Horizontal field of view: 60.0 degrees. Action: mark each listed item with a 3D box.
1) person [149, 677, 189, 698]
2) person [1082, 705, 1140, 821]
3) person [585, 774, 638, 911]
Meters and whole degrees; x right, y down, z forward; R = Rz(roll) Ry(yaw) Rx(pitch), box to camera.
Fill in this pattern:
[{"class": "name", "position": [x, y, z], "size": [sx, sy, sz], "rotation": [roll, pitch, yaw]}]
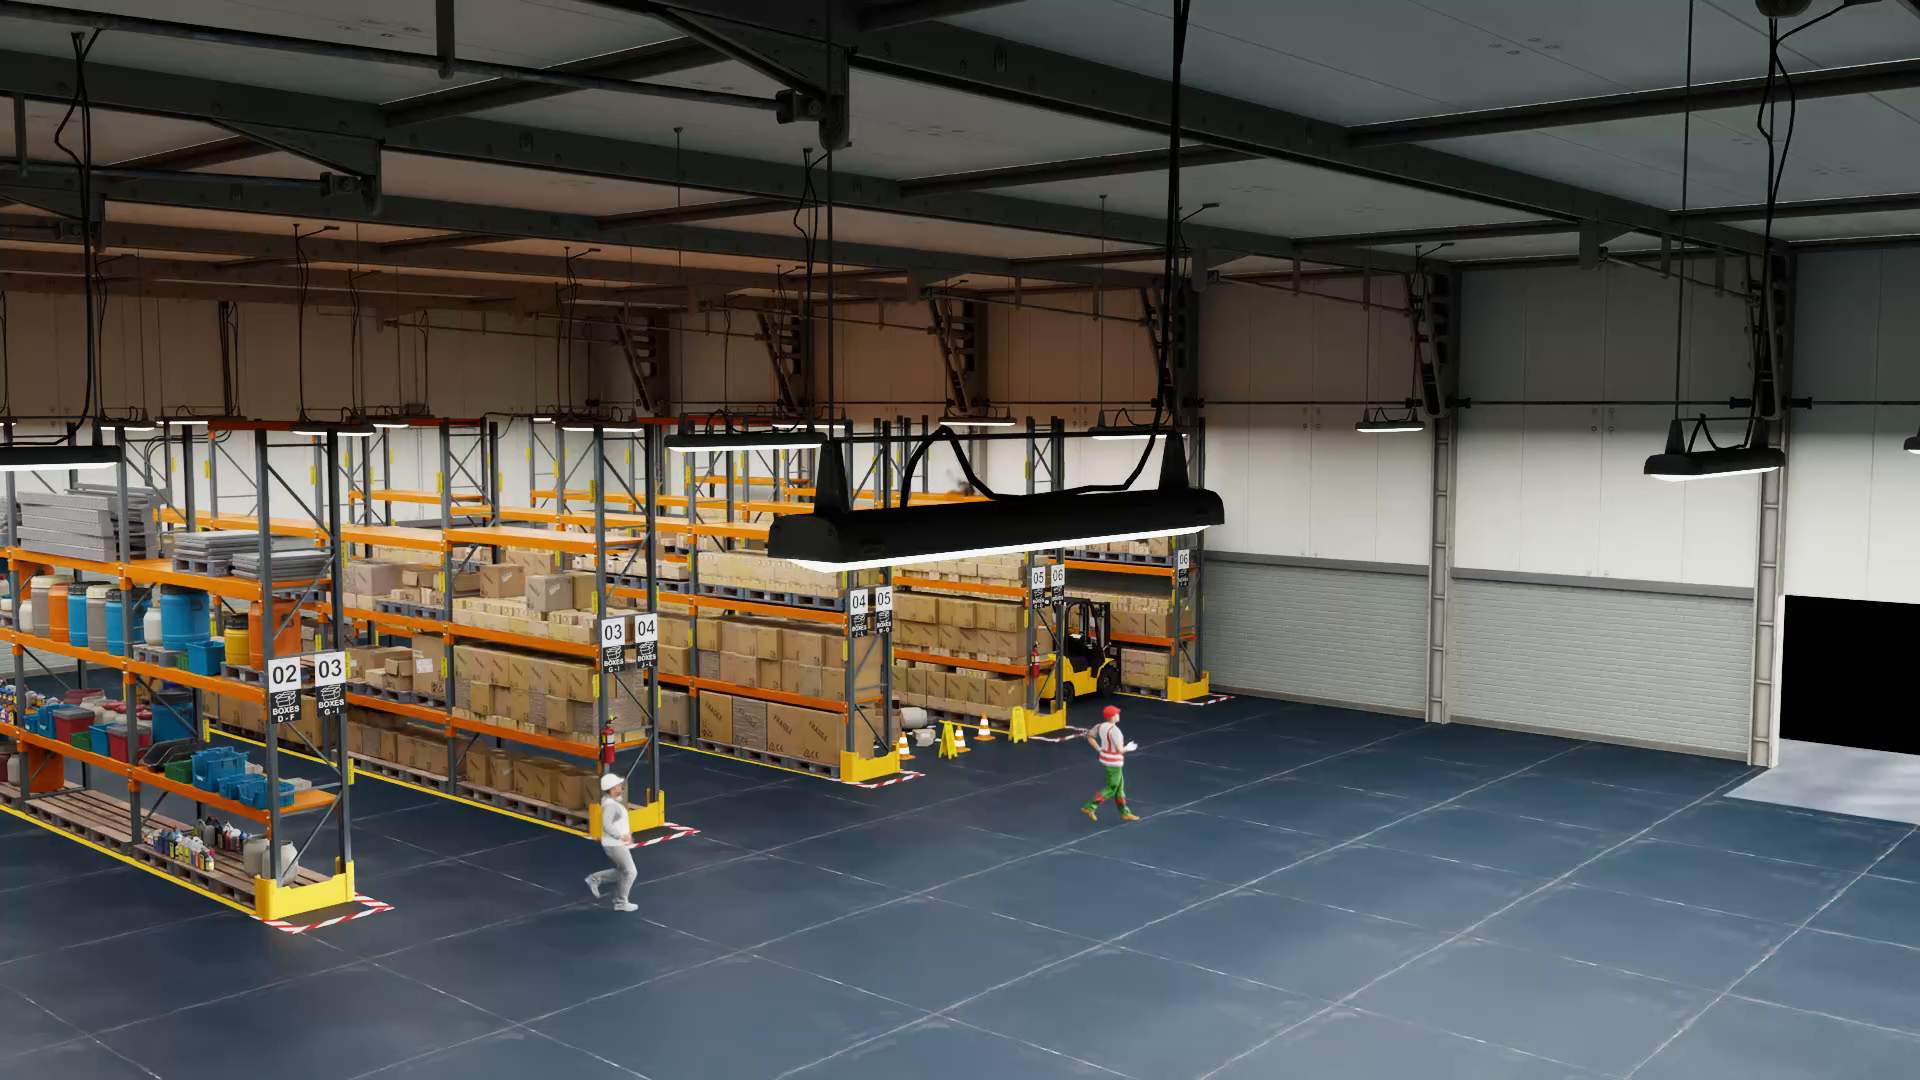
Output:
[{"class": "person", "position": [-14.552, 2.963, 30.662], "size": [0.786, 1.638, 0.603], "rotation": [4, 6, 41]}, {"class": "person", "position": [2.259, 3.352, 24.817], "size": [0.987, 1.784, 0.654], "rotation": [-2, 5, -19]}, {"class": "person", "position": [-4.334, 3.762, 20.647], "size": [0.638, 1.737, 0.660], "rotation": [-1, 5, -16]}]
